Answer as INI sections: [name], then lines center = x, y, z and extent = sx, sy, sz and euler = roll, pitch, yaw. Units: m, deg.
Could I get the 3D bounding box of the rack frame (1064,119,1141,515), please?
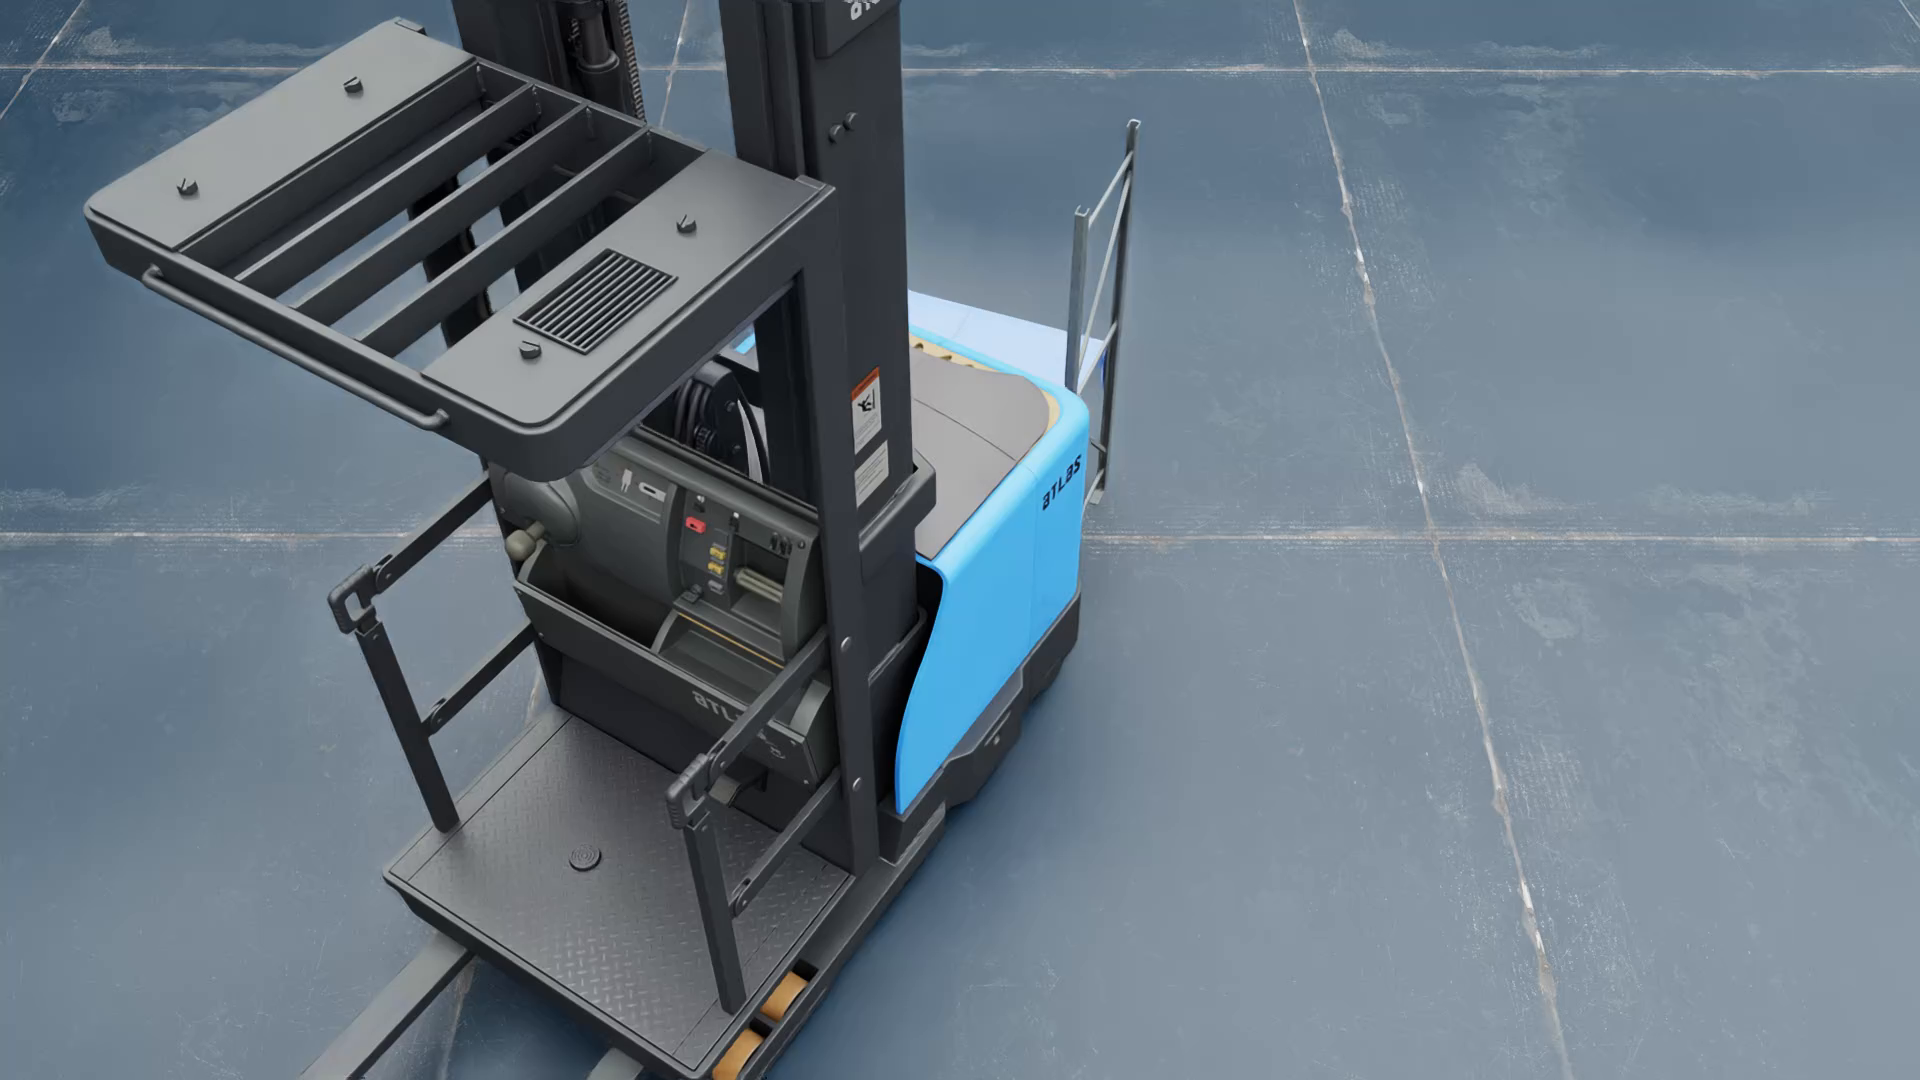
[rack frame]
center = 0.419, -0.542, 5.230
extent = 0.032, 1.500, 0.500
euler = 17, 49, 15

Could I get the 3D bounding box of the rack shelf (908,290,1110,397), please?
[rack shelf]
center = -0.052, -0.560, 5.492
extent = 1.000, 0.185, 0.538
euler = 17, 49, 15

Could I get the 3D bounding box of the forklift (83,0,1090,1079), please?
[forklift]
center = -0.839, 0.054, 3.698
extent = 1.130, 2.935, 3.031
euler = 25, 52, 22

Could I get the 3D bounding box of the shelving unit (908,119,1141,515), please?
[shelving unit]
center = -0.052, -0.683, 5.361
extent = 1.048, 1.500, 0.538
euler = 17, 49, 15
